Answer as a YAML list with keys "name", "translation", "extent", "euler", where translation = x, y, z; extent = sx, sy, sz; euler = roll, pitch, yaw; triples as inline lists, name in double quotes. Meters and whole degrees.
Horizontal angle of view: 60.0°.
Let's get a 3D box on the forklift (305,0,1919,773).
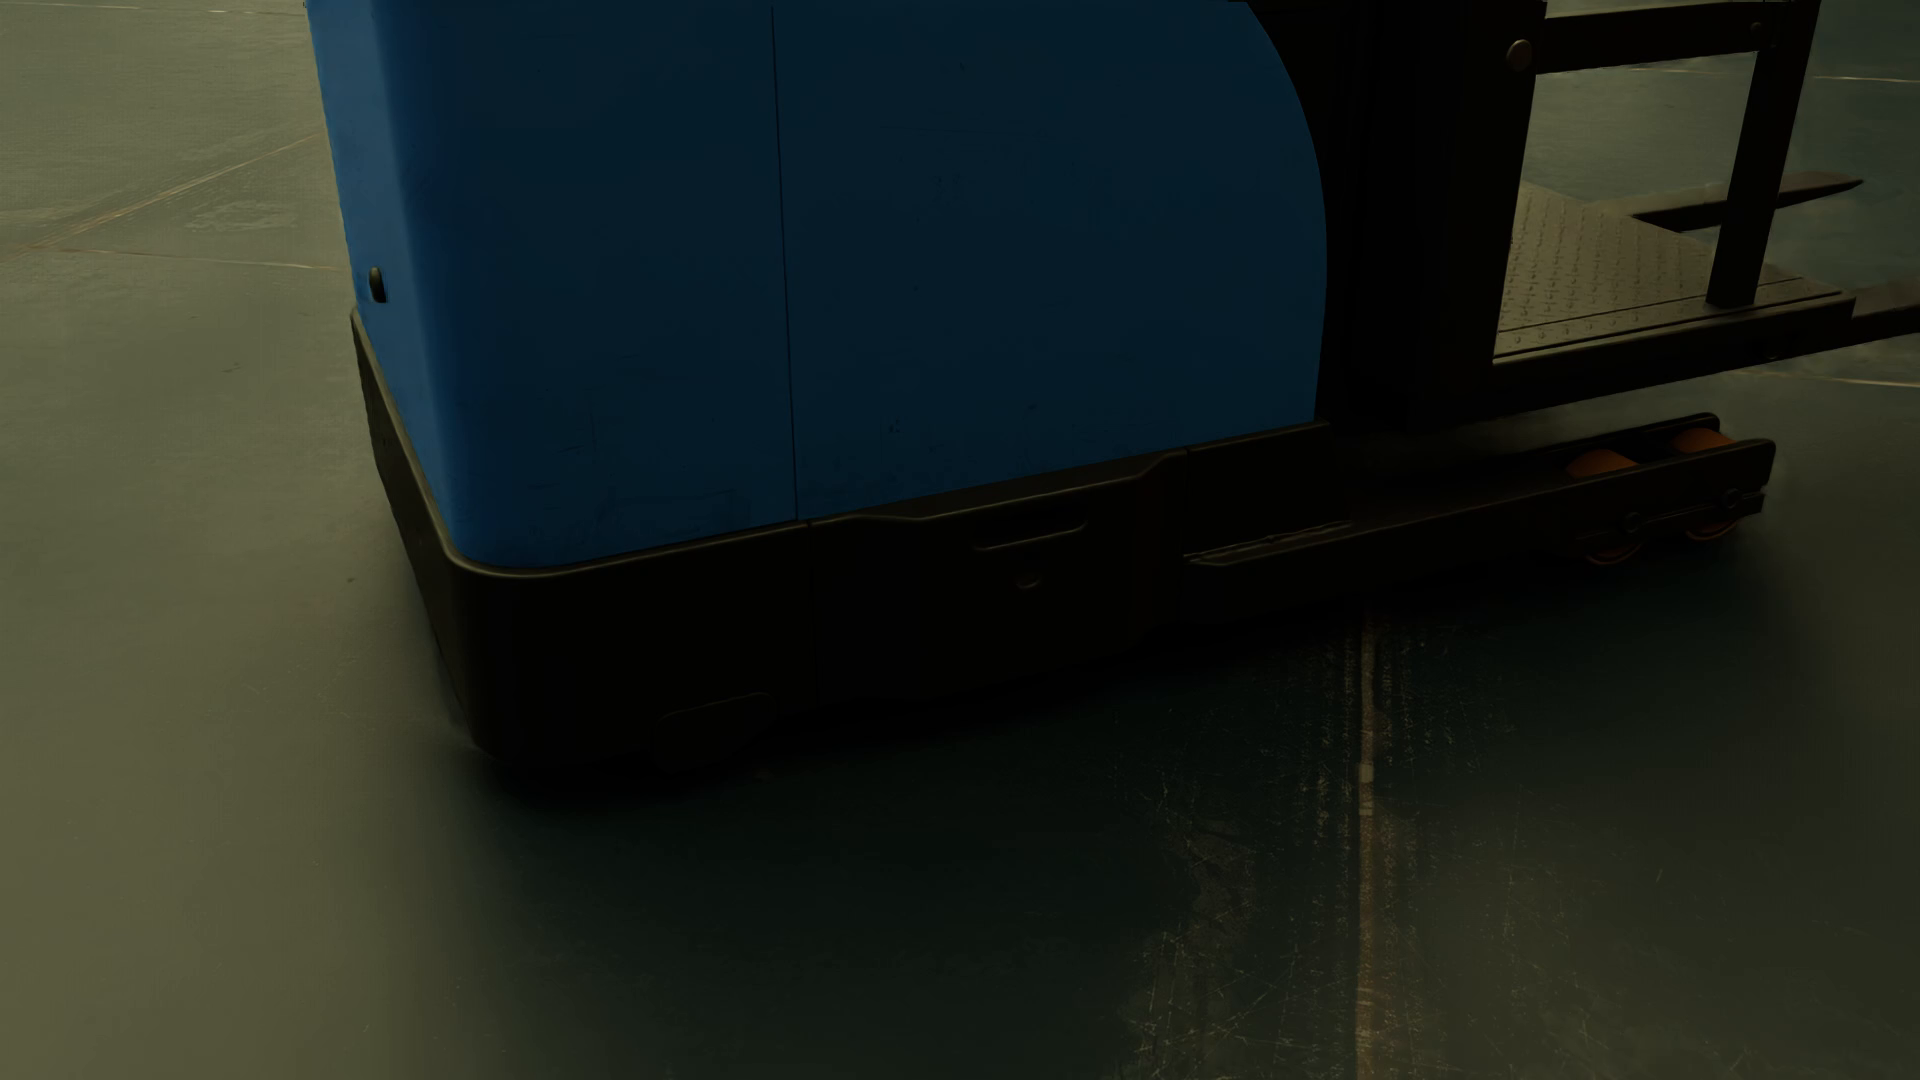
- name: "forklift"
  translation: [0.648, -1.475, 2.169]
  extent: [3.031, 2.935, 1.130]
  euler: [-12, 29, -22]
